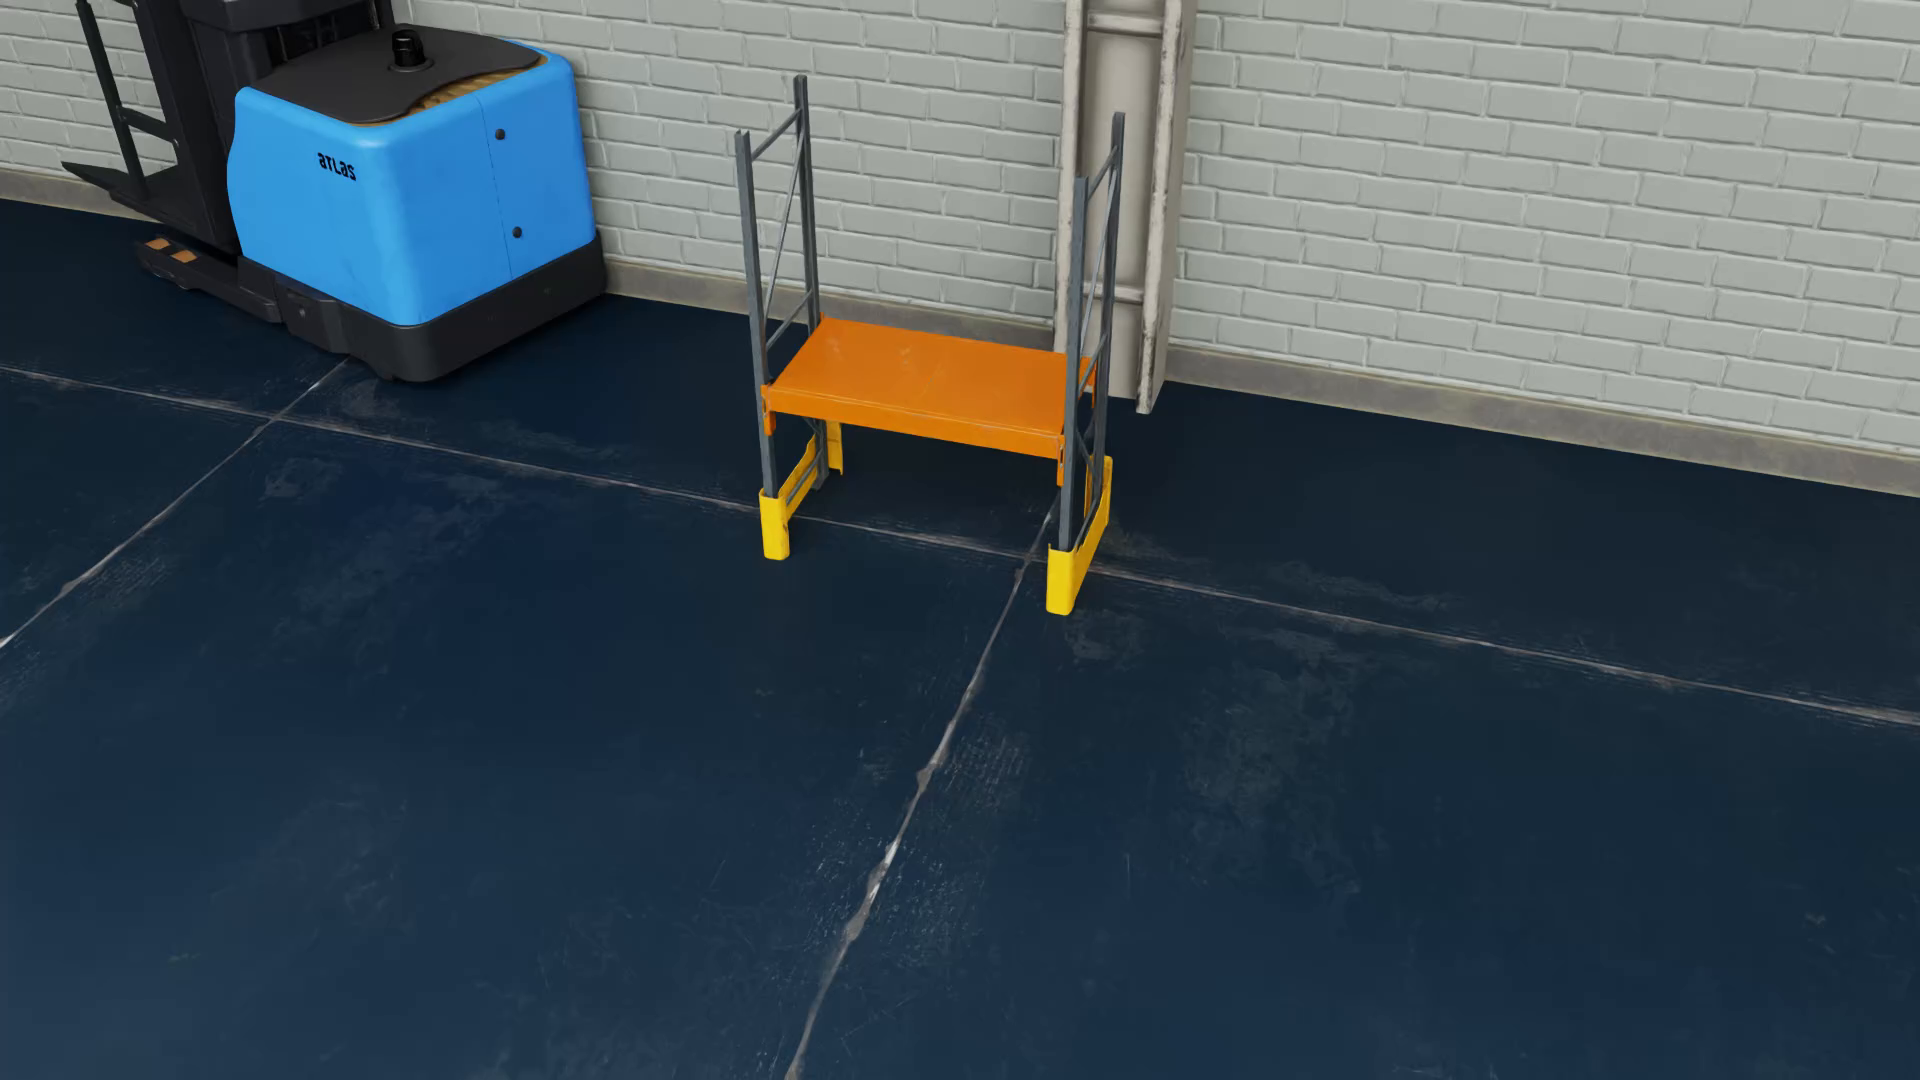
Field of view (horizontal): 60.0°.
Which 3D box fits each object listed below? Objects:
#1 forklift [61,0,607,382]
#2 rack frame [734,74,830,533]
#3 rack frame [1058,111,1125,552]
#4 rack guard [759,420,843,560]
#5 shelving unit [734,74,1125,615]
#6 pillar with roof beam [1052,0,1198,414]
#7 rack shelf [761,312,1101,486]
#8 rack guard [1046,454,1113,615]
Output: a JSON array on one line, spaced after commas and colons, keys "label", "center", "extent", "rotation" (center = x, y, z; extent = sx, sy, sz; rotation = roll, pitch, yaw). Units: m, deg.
[{"label": "forklift", "center": [-2.991, -2.495, 6.667], "extent": [3.031, 2.935, 1.130], "rotation": [24, 42, 29]}, {"label": "rack frame", "center": [-0.567, -0.709, 5.448], "extent": [0.032, 1.500, 0.500], "rotation": [10, 38, 14]}, {"label": "rack frame", "center": [0.404, -0.529, 5.204], "extent": [0.032, 1.500, 0.500], "rotation": [10, 38, 14]}, {"label": "rack guard", "center": [-0.548, -0.202, 5.814], "extent": [0.087, 0.250, 0.587], "rotation": [10, 38, 14]}, {"label": "shelving unit", "center": [-0.073, -0.618, 5.324], "extent": [1.083, 1.500, 0.587], "rotation": [10, 38, 14]}, {"label": "pillar with roof beam", "center": [-0.697, -1.794, 0.596], "extent": [0.400, 9.000, 9.100], "rotation": [10, 38, 14]}, {"label": "rack shelf", "center": [-0.081, -0.474, 5.433], "extent": [1.000, 0.185, 0.538], "rotation": [10, 38, 14]}, {"label": "rack guard", "center": [0.403, -0.026, 5.575], "extent": [0.087, 0.250, 0.587], "rotation": [10, 38, 14]}]
